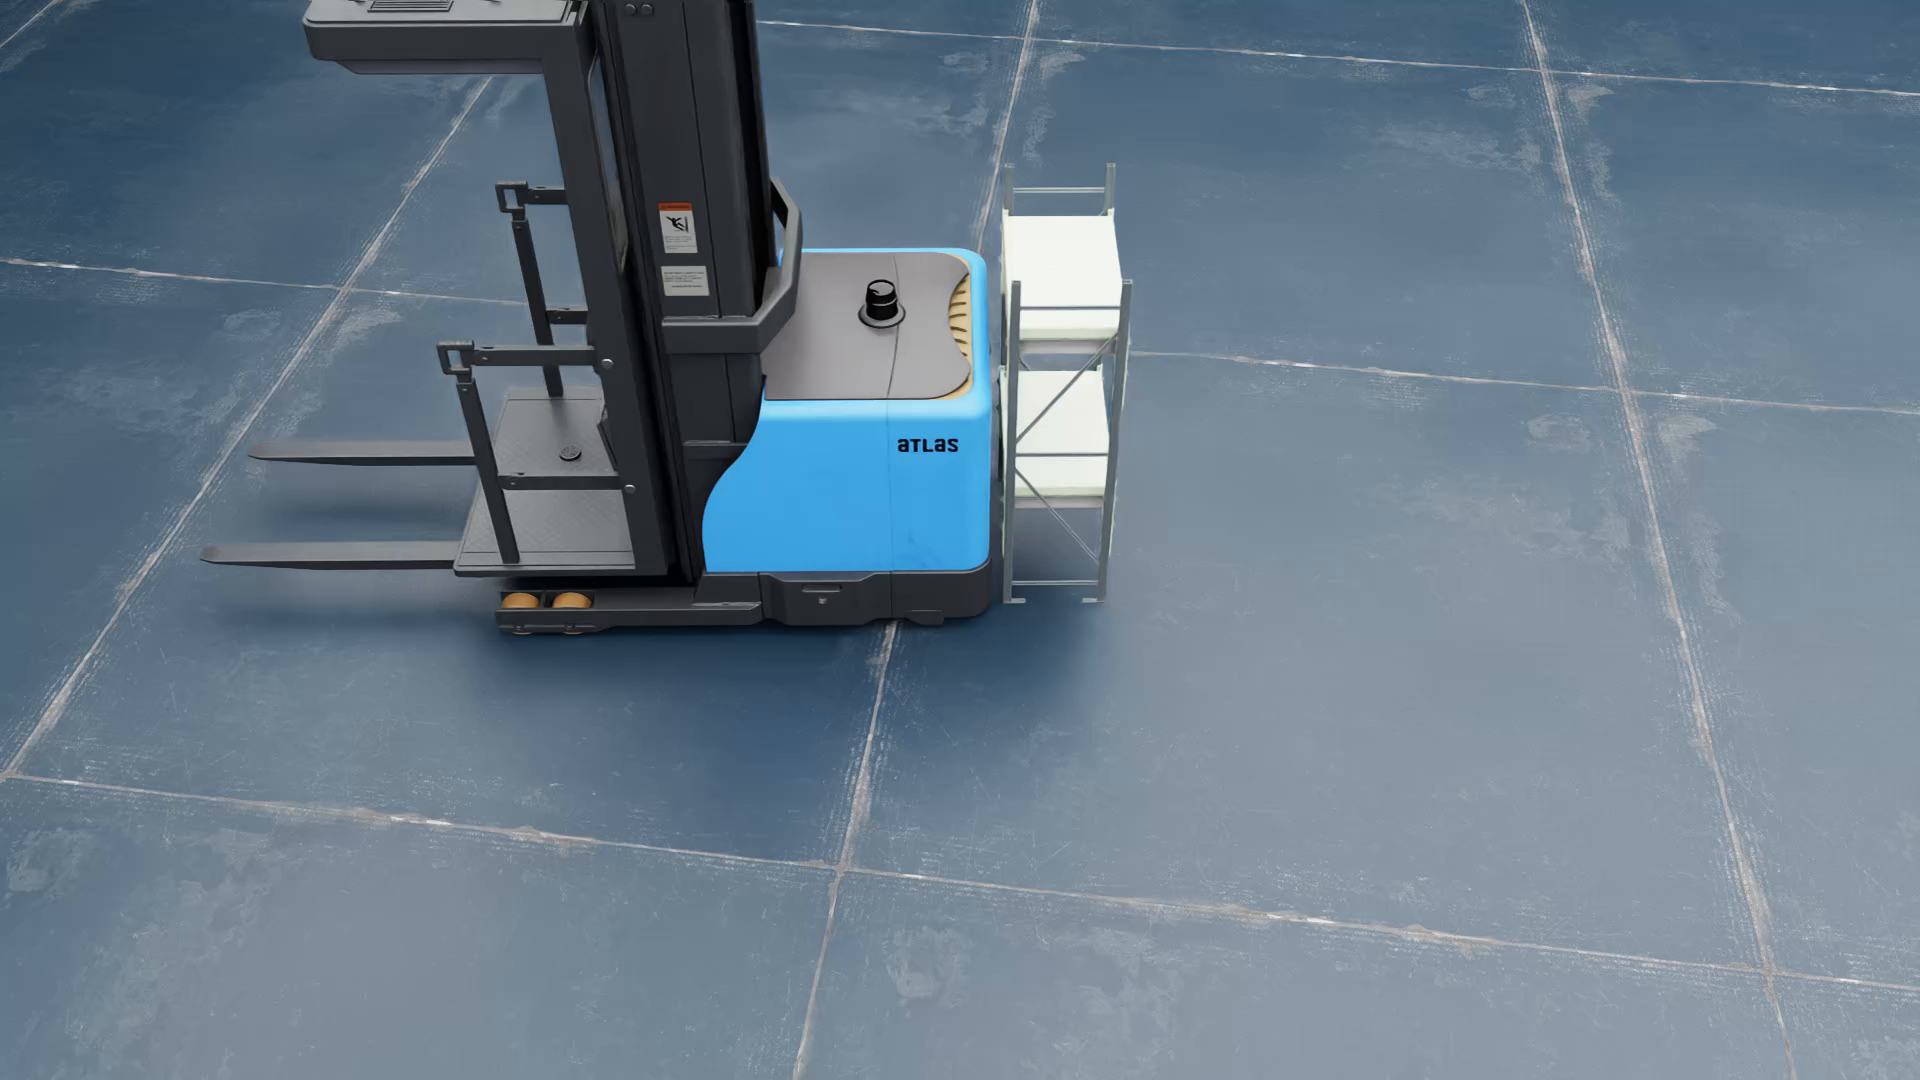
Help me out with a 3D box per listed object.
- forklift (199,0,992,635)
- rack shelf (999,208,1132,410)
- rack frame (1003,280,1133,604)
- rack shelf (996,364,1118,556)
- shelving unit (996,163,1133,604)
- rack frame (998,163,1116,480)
[{"bbox_3d":[-1.397,-1.069,5.747,3.031,2.935,1.130,0,43,0],"label":"forklift"},{"bbox_3d":[0.364,-0.839,5.977,0.431,0.370,0.720,0,43,0],"label":"rack shelf"},{"bbox_3d":[0.367,-0.304,5.980,0.400,1.500,0.023,0,43,0],"label":"rack frame"},{"bbox_3d":[0.364,-0.319,6.470,0.431,0.370,0.720,0,43,0],"label":"rack shelf"},{"bbox_3d":[0.364,-0.556,6.246,0.431,1.500,0.755,0,43,0],"label":"shelving unit"},{"bbox_3d":[0.361,-0.807,6.512,0.400,1.500,0.023,0,43,0],"label":"rack frame"}]
